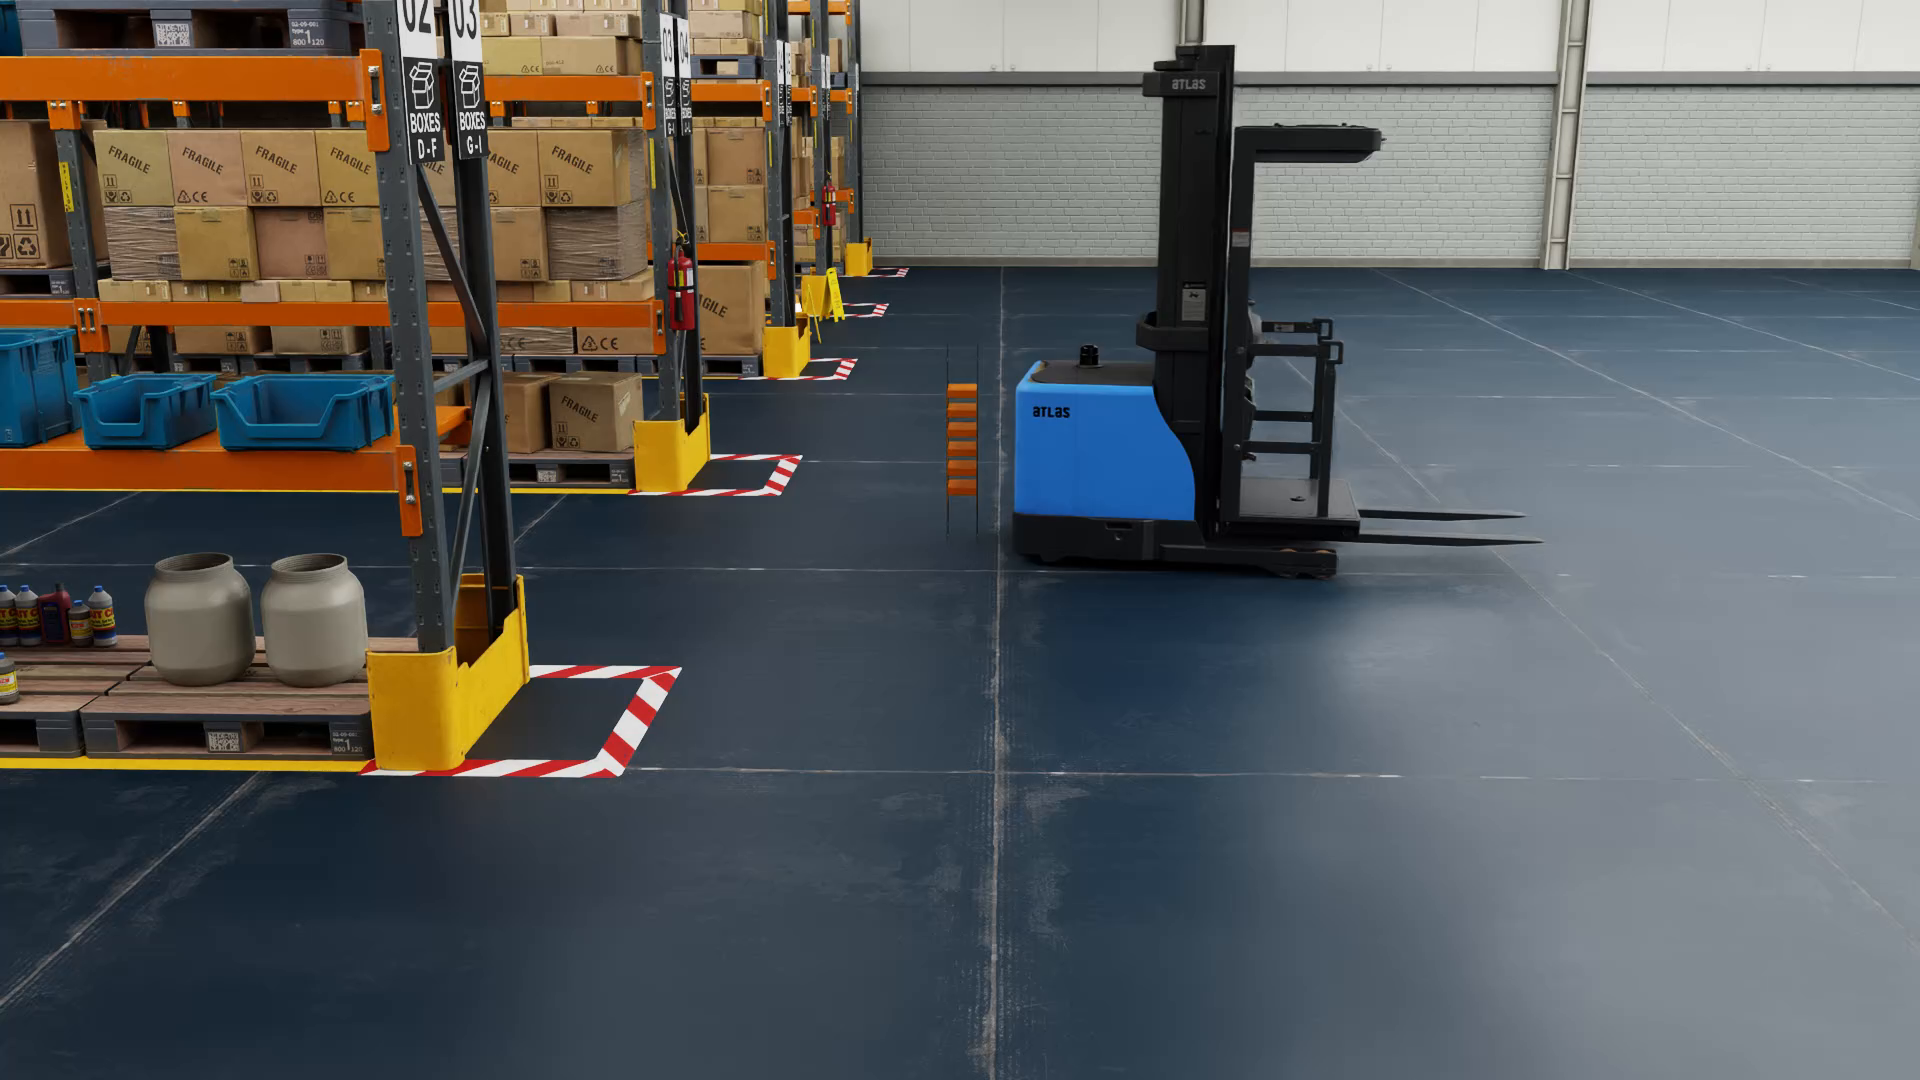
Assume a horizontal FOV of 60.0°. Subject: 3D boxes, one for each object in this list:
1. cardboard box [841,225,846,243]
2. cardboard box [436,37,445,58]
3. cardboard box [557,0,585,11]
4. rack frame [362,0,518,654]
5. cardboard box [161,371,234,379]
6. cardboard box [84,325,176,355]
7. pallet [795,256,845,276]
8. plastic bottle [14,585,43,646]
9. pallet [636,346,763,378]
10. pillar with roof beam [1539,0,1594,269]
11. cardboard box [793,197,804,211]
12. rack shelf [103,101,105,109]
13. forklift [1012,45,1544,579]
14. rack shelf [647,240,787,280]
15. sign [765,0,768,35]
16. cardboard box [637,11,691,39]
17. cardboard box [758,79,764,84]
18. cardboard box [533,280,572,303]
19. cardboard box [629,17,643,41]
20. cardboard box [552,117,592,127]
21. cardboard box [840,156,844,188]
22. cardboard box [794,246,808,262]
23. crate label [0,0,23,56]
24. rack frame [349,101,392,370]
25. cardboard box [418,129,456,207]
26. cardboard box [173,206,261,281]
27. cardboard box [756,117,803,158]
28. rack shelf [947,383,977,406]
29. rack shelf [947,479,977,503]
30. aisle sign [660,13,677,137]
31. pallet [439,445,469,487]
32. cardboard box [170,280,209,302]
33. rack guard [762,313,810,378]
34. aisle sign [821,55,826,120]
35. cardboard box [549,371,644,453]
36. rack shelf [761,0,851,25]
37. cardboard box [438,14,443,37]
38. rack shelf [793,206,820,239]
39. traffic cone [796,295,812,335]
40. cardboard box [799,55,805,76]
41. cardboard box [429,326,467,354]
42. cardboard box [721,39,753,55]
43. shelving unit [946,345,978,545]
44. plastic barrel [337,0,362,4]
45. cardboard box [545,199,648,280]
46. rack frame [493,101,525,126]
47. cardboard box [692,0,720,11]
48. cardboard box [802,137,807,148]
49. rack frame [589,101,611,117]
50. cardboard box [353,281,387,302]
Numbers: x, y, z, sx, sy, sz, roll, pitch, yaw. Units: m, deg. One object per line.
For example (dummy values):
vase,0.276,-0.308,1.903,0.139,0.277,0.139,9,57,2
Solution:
cardboard box,-2.099,-4.898,26.611,0.500,0.250,0.500,1,15,2
cardboard box,-3.510,-3.258,11.222,0.500,0.250,0.500,1,15,3
cardboard box,-3.653,-5.089,15.780,0.250,0.149,0.380,0,15,2
rack frame,-2.137,-0.670,7.001,0.127,3.000,1.000,0,15,1
cardboard box,-5.610,-0.941,12.104,0.500,0.500,0.500,0,15,0
cardboard box,-8.299,-2.333,16.891,0.750,0.750,1.050,1,15,2
pallet,-2.400,-4.373,26.500,1.213,0.211,1.003,0,15,1
plastic bottle,-4.284,0.343,7.647,0.097,0.271,0.097,0,15,0
pallet,-2.584,-1.835,16.880,1.213,0.211,1.003,0,15,1
pillar with roof beam,9.579,-7.686,21.831,0.400,9.000,9.100,0,15,1
cardboard box,-2.136,-4.287,21.202,0.250,0.149,0.380,1,15,3
rack shelf,-15.630,-6.920,26.220,4.000,0.370,1.077,0,15,1
forklift,1.872,-1.338,9.666,3.031,2.935,1.130,2,15,9
rack shelf,-3.782,-2.863,16.721,4.000,0.370,1.077,0,15,1
sign,-1.810,-4.900,15.571,0.005,0.325,0.100,0,15,1
cardboard box,-2.779,-4.906,15.868,0.500,0.250,0.500,0,15,2
cardboard box,-2.371,-5.714,20.730,0.250,0.149,0.380,0,15,2
cardboard box,-2.802,-1.752,11.591,0.250,0.149,0.380,0,15,1
cardboard box,-2.280,-3.565,11.604,0.250,0.149,0.380,0,15,1
cardboard box,-4.812,-5.095,21.034,0.500,0.500,0.700,0,15,2
cardboard box,-2.122,-5.849,26.433,0.500,0.500,0.500,1,15,3
cardboard box,-2.609,-4.528,26.190,0.500,0.250,0.500,0,15,1
crate label,-4.000,-2.145,7.003,0.408,0.251,0.502,0,15,1
rack frame,-5.781,-3.224,16.679,0.127,3.000,1.000,0,15,1
cardboard box,-3.566,-2.555,11.406,0.500,0.500,0.500,0,15,1
cardboard box,-5.062,-2.121,11.719,0.500,0.500,0.875,0,15,1
cardboard box,-2.273,-5.084,20.991,0.500,0.500,0.700,0,15,0
rack shelf,0.014,-0.885,10.106,0.180,0.103,0.258,0,15,1
rack shelf,0.014,-0.305,10.259,0.180,0.103,0.258,0,15,1
aisle sign,-1.956,-3.114,11.165,0.004,0.787,0.394,0,15,1
pallet,-4.114,-0.609,12.233,1.213,0.211,1.003,0,15,1
cardboard box,-5.302,-1.760,11.625,0.250,0.149,0.380,0,15,1
rack guard,-1.759,-1.989,16.899,0.348,0.500,1.175,0,15,1
aisle sign,-1.703,-5.643,20.754,0.004,0.787,0.394,0,15,1
cardboard box,-2.634,-0.936,12.085,0.500,0.500,0.500,3,15,12
rack shelf,-3.633,-8.099,25.592,4.000,0.370,1.077,0,15,1
cardboard box,-3.325,-3.461,11.210,0.250,0.149,0.380,1,15,2
rack shelf,-3.757,-4.126,21.509,4.000,0.370,1.077,0,15,1
traffic cone,-1.908,-2.623,19.373,0.334,0.463,0.336,0,15,1
cardboard box,-2.253,-6.054,21.236,0.500,0.250,0.500,0,15,0
cardboard box,-5.154,-2.378,16.813,0.875,0.875,0.875,1,15,2
cardboard box,-2.124,-4.694,15.844,0.250,0.149,0.380,0,15,1
shelving unit,0.014,-0.580,10.187,0.189,1.200,0.258,0,15,1
plastic barrel,-2.626,-2.502,6.399,0.708,0.830,0.600,0,15,1
cardboard box,-2.559,-2.136,11.778,0.500,0.500,0.875,0,15,1
rack frame,-5.756,-4.487,21.466,0.127,3.000,1.000,0,15,1
cardboard box,-2.378,-5.081,15.749,0.250,0.149,0.380,0,15,2
cardboard box,-2.507,-6.169,25.793,0.250,0.149,0.380,1,15,3
rack frame,-5.633,-5.753,26.264,0.127,3.000,1.000,0,15,1
cardboard box,-4.051,-1.764,11.637,0.250,0.149,0.380,0,15,1
